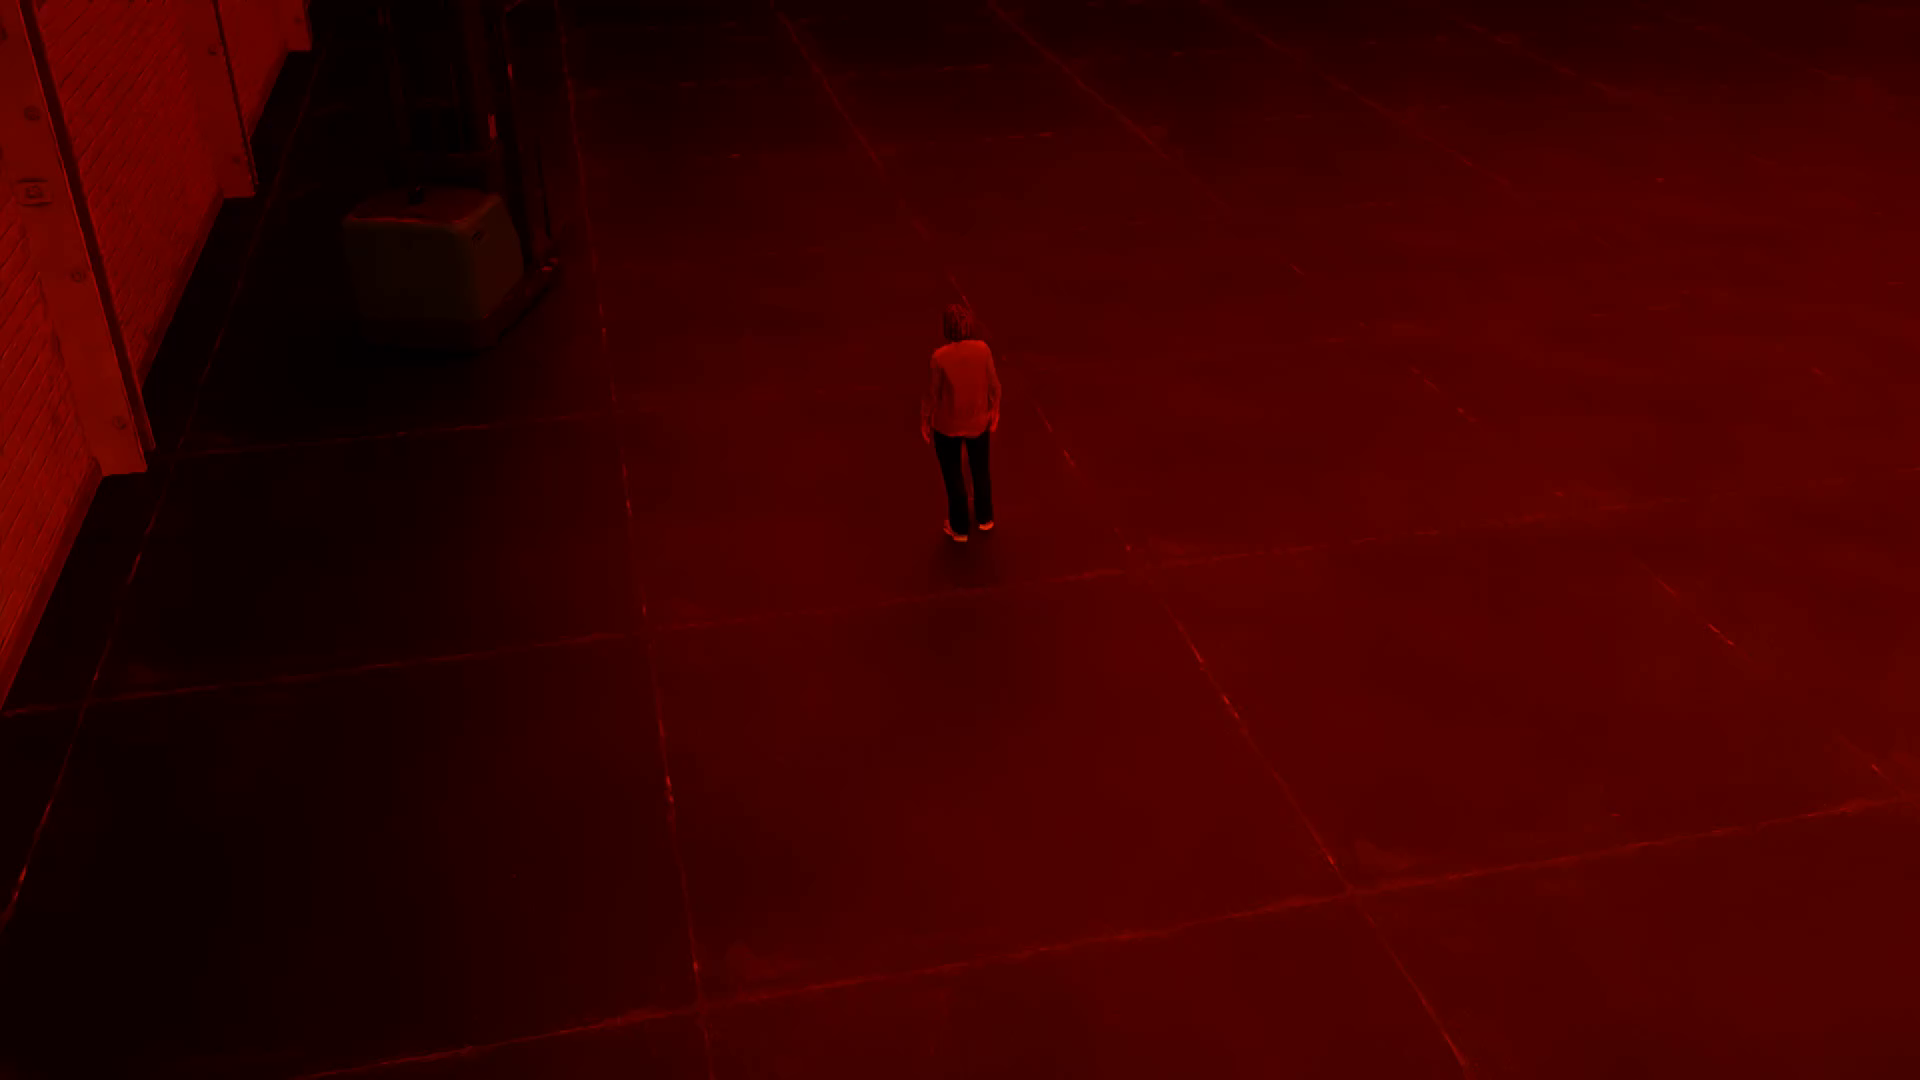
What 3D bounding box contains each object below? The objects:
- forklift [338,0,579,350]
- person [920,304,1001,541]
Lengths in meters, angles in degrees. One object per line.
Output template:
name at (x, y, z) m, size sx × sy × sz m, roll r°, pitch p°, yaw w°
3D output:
forklift at (-4.037, -3.454, 13.540) m, size 1.130 × 2.935 × 3.031 m, roll 3°, pitch 30°, yaw 6°
person at (-0.004, -0.735, 10.162) m, size 0.520 × 1.597 × 0.474 m, roll -7°, pitch 31°, yaw -12°
